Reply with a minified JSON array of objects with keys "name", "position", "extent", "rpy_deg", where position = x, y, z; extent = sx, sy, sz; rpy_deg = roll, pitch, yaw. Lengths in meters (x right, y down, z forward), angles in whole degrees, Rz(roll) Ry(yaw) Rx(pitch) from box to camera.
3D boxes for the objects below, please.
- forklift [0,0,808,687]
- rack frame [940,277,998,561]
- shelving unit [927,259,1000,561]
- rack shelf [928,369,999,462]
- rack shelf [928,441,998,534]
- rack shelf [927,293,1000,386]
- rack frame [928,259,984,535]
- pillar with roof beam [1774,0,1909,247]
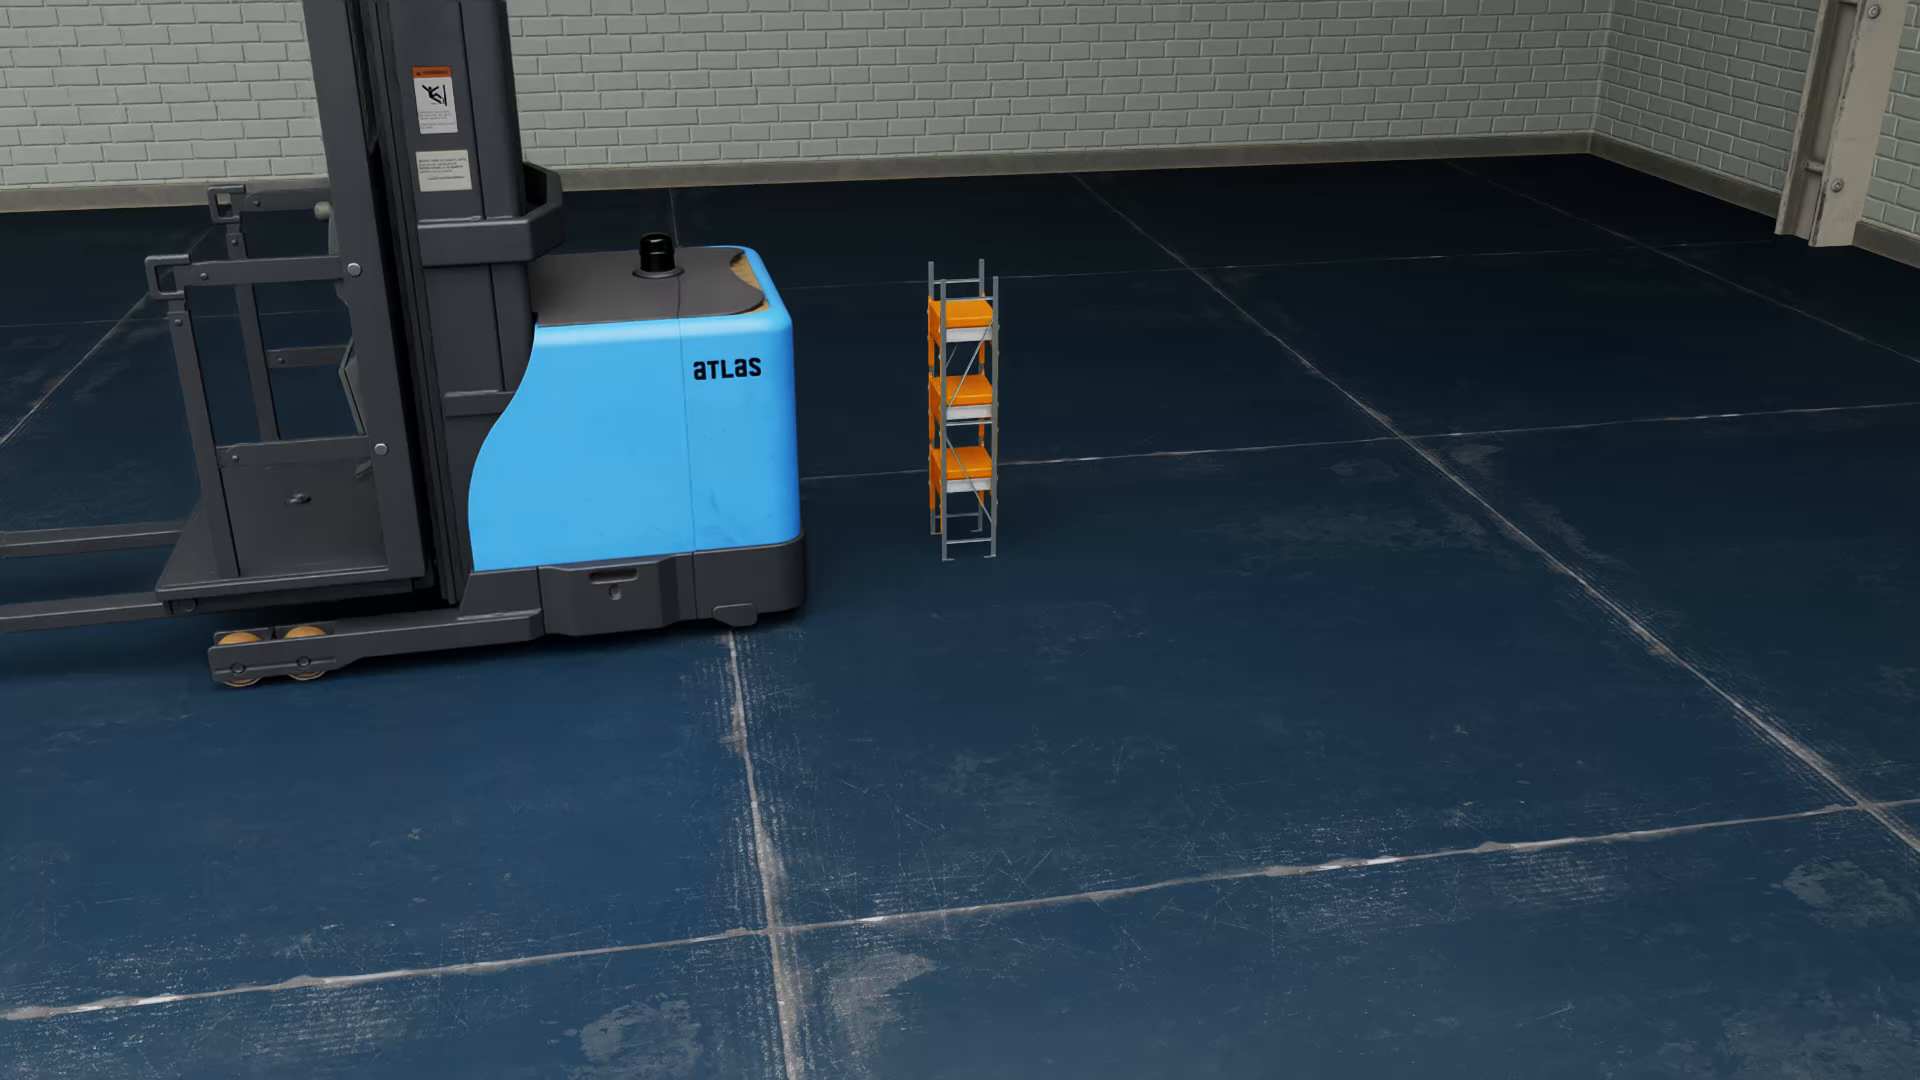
[{"name":"forklift","position":[-2.089,-1.117,5.144],"extent":[3.031,2.935,1.130],"rpy_deg":[-5,24,-12]},{"name":"rack frame","position":[0.032,-0.412,5.882],"extent":[0.200,1.050,0.008],"rpy_deg":[-4,24,-10]},{"name":"shelving unit","position":[0.010,-0.460,5.992],"extent":[0.215,1.050,0.252],"rpy_deg":[-4,24,-10]},{"name":"rack shelf","position":[0.010,-0.450,5.996],"extent":[0.215,0.259,0.240],"rpy_deg":[-4,24,-10]},{"name":"rack shelf","position":[0.010,-0.196,6.107],"extent":[0.215,0.259,0.240],"rpy_deg":[-4,24,-10]},{"name":"rack shelf","position":[0.010,-0.710,5.882],"extent":[0.215,0.259,0.240],"rpy_deg":[-4,24,-10]},{"name":"rack frame","position":[-0.013,-0.508,6.102],"extent":[0.200,1.050,0.008],"rpy_deg":[-4,24,-10]},{"name":"pillar with roof beam","position":[1.259,-5.742,8.153],"extent":[9.100,9.000,0.400],"rpy_deg":[-4,24,-10]}]
